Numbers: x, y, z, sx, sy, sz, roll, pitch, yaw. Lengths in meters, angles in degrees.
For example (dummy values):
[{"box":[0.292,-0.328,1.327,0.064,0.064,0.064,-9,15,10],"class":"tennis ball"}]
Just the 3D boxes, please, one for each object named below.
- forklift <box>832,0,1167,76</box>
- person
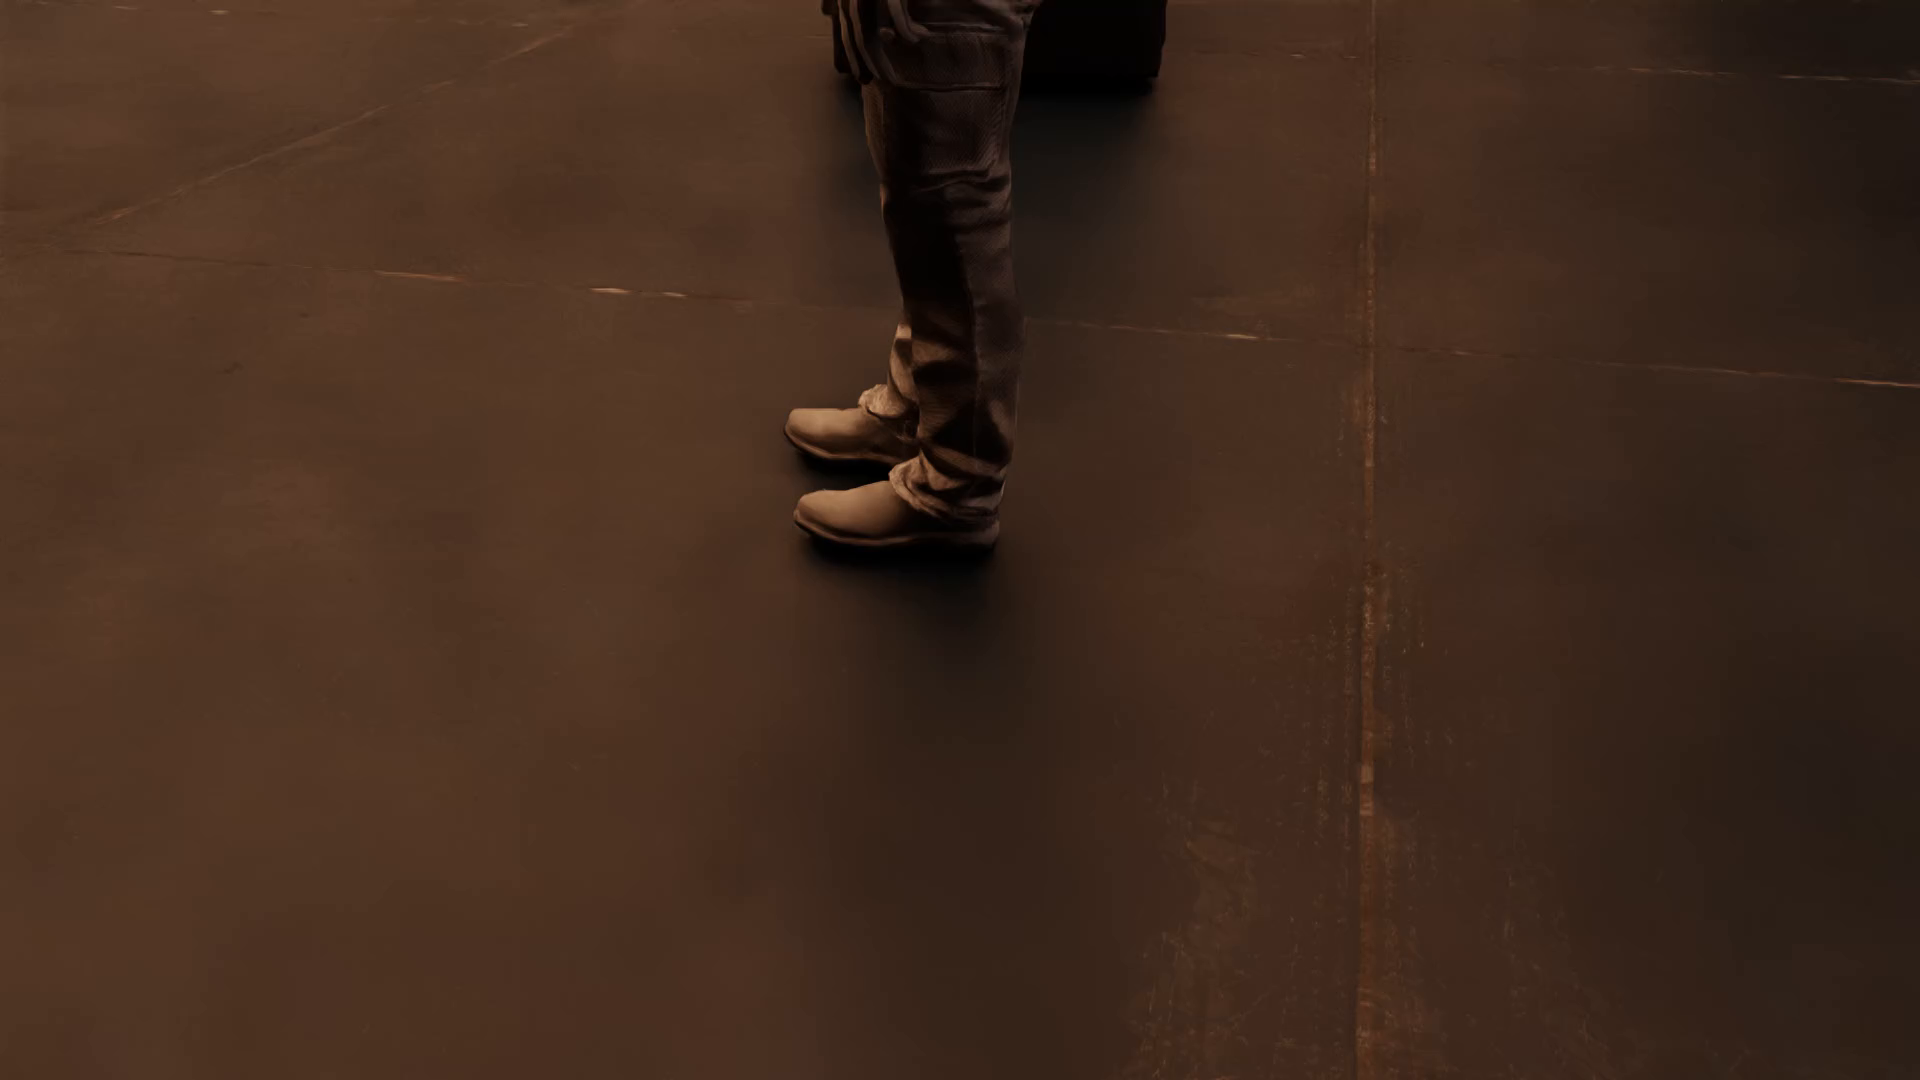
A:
[{"box":[0.180,-3.404,5.993,1.130,2.935,3.031,1,27,2],"class":"forklift"},{"box":[-0.069,-0.813,2.116,0.576,1.782,0.655,6,27,11],"class":"person"}]
